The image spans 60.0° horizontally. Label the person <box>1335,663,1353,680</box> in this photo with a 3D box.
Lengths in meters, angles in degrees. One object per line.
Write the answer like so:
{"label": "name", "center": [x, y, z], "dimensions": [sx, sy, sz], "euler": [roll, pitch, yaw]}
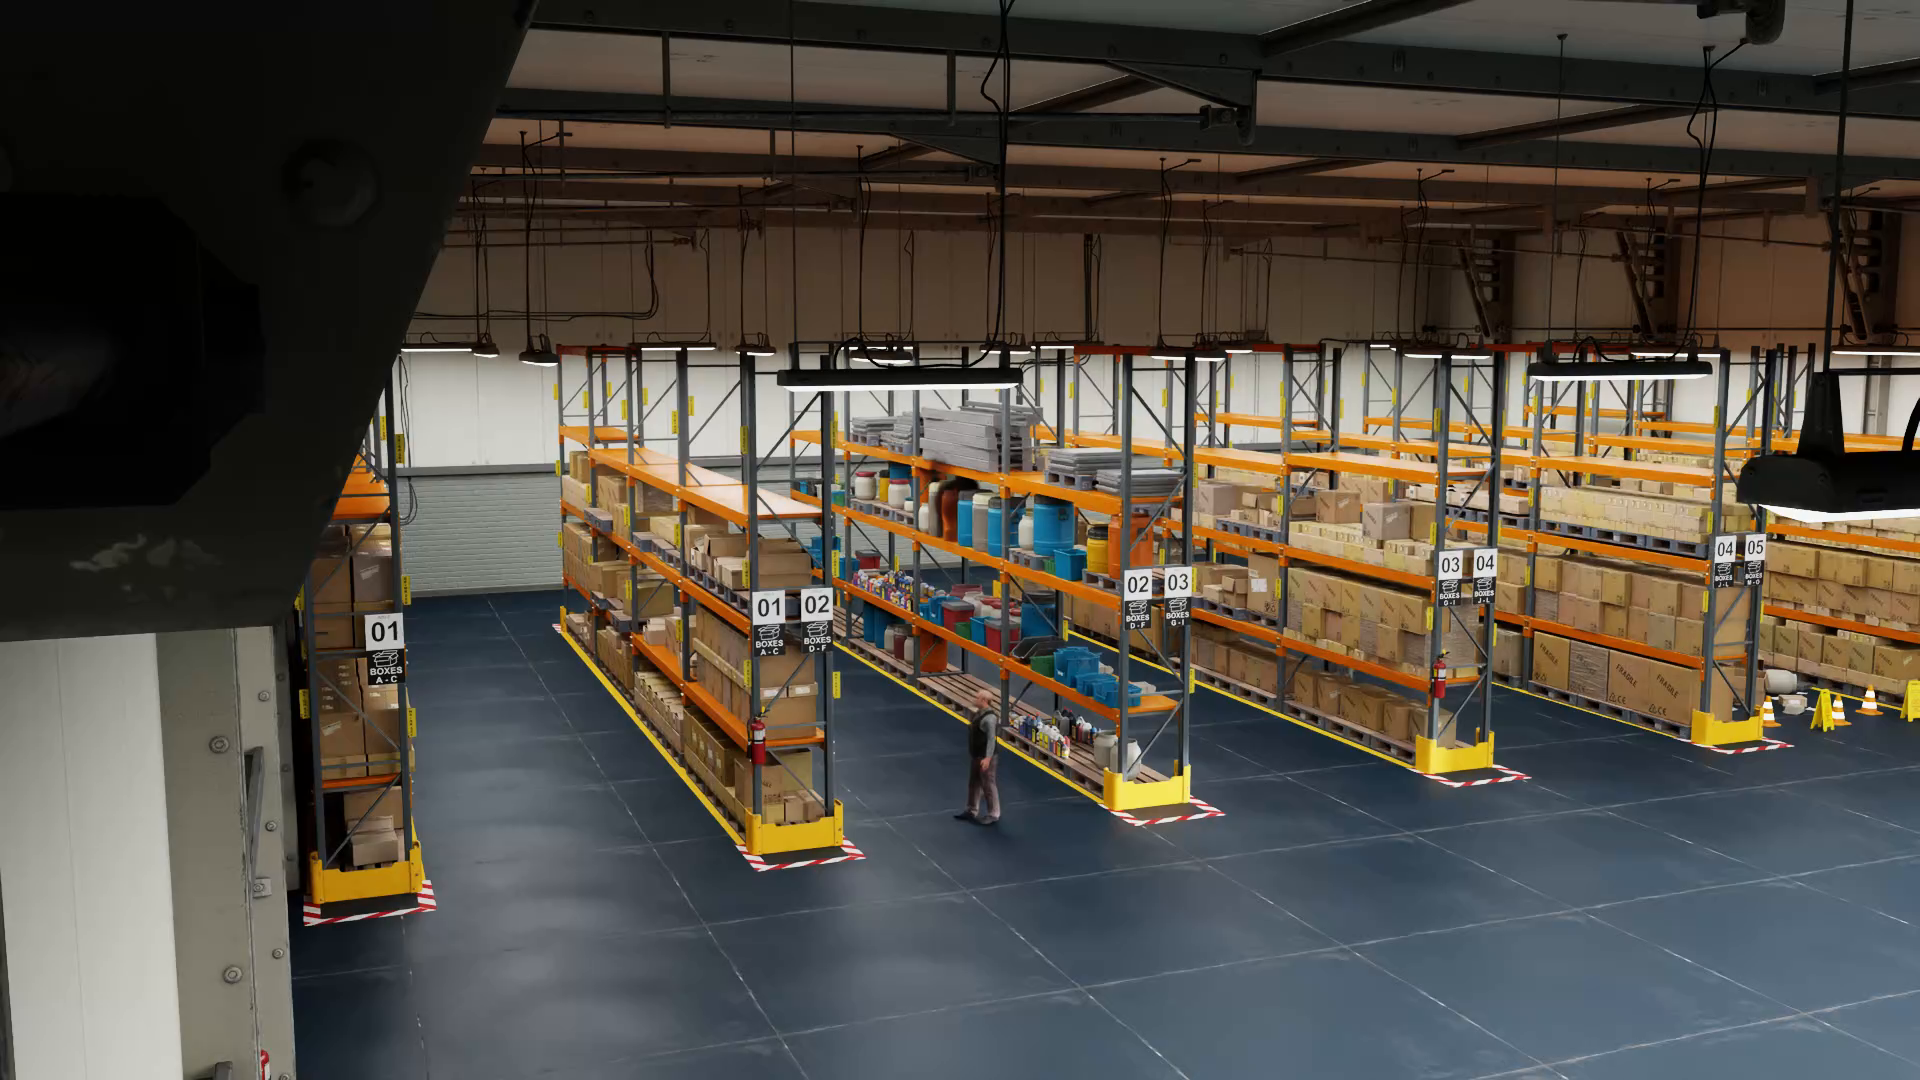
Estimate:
{"label": "person", "center": [6.895, 1.685, 29.867], "dimensions": [0.685, 1.776, 0.439], "euler": [6, 9, 39]}

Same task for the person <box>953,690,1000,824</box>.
{"label": "person", "center": [0.241, 2.777, 21.301], "dimensions": [0.534, 1.732, 0.586], "euler": [-2, 8, -17]}
